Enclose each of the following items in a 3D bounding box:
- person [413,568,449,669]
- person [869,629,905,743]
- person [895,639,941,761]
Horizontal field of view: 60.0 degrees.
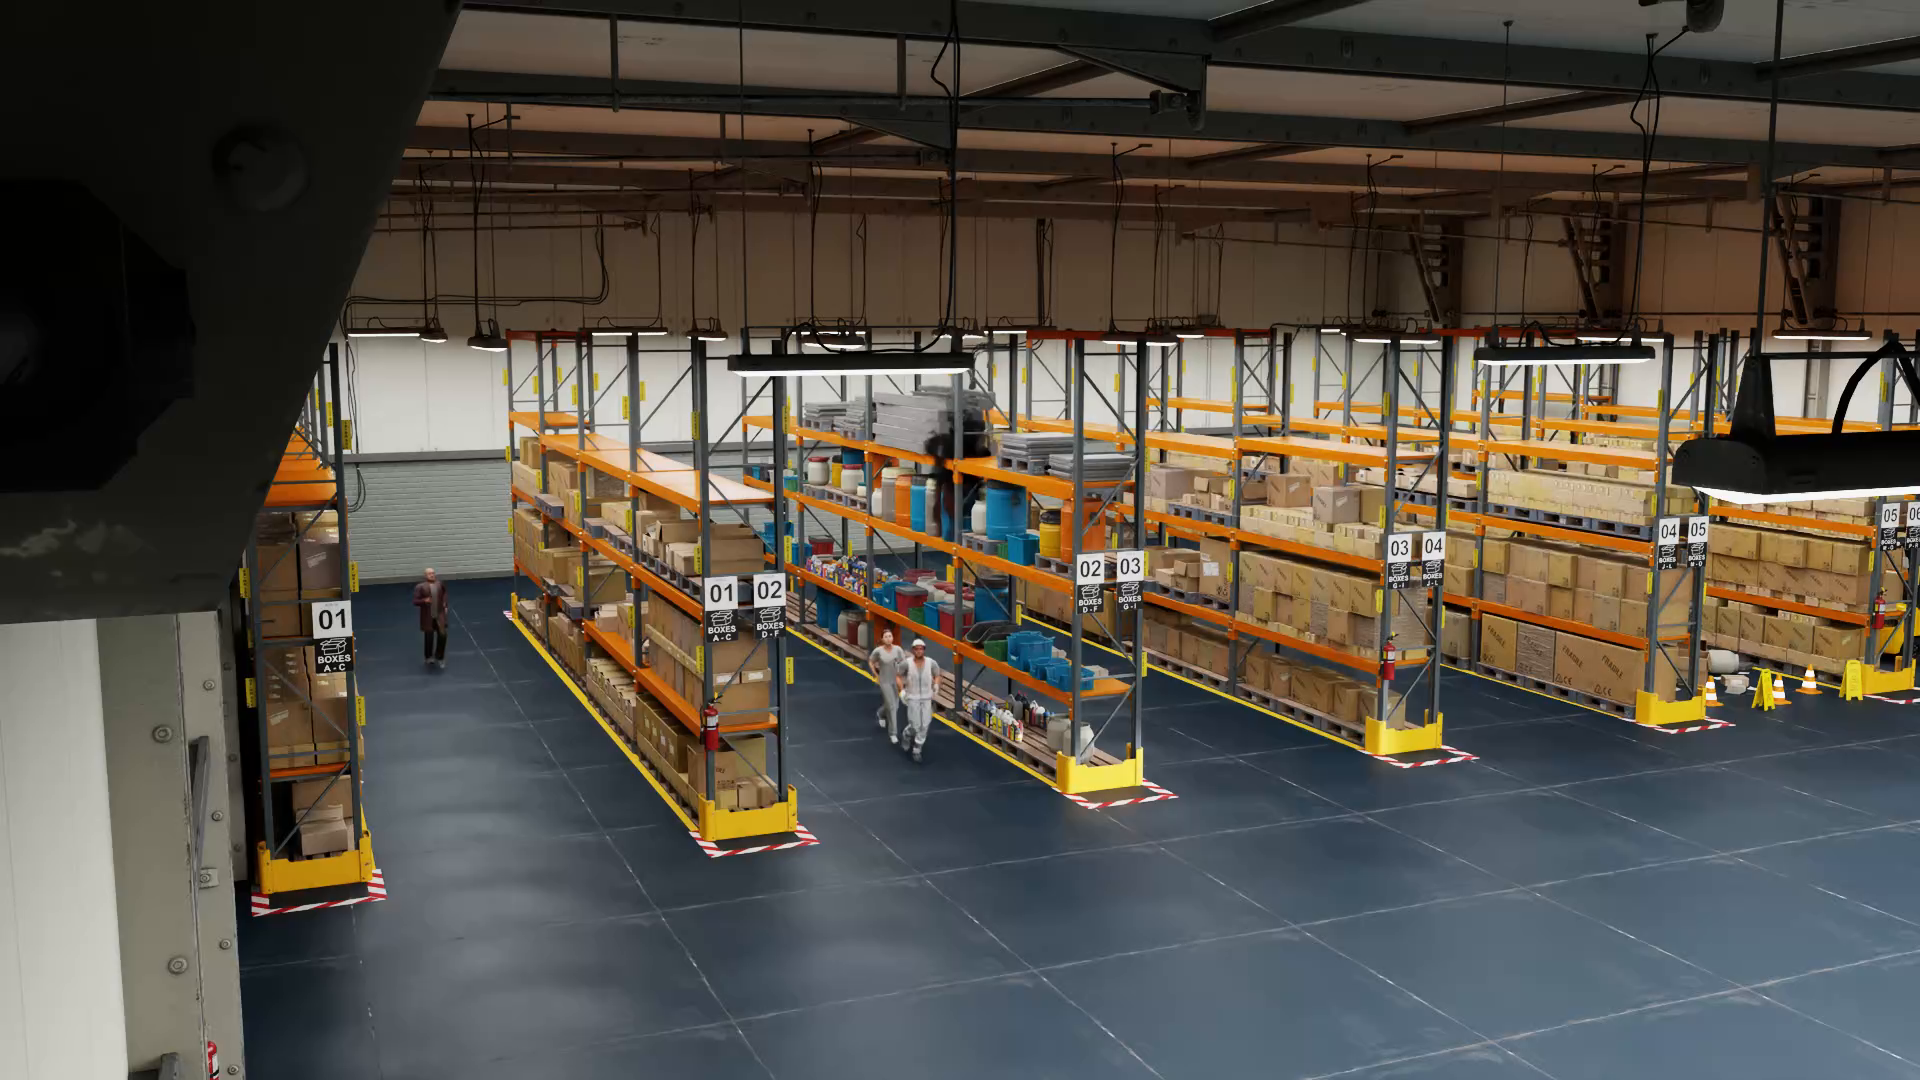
[{"bbox_3d":[-9.451,1.405,29.825,0.685,1.826,0.776,-5,9,-30],"label":"person"},{"bbox_3d":[-1.069,2.149,24.886,0.563,1.658,0.802,-3,8,-20],"label":"person"},{"bbox_3d":[-0.570,2.265,23.624,0.643,1.751,0.627,-2,8,-14],"label":"person"}]
